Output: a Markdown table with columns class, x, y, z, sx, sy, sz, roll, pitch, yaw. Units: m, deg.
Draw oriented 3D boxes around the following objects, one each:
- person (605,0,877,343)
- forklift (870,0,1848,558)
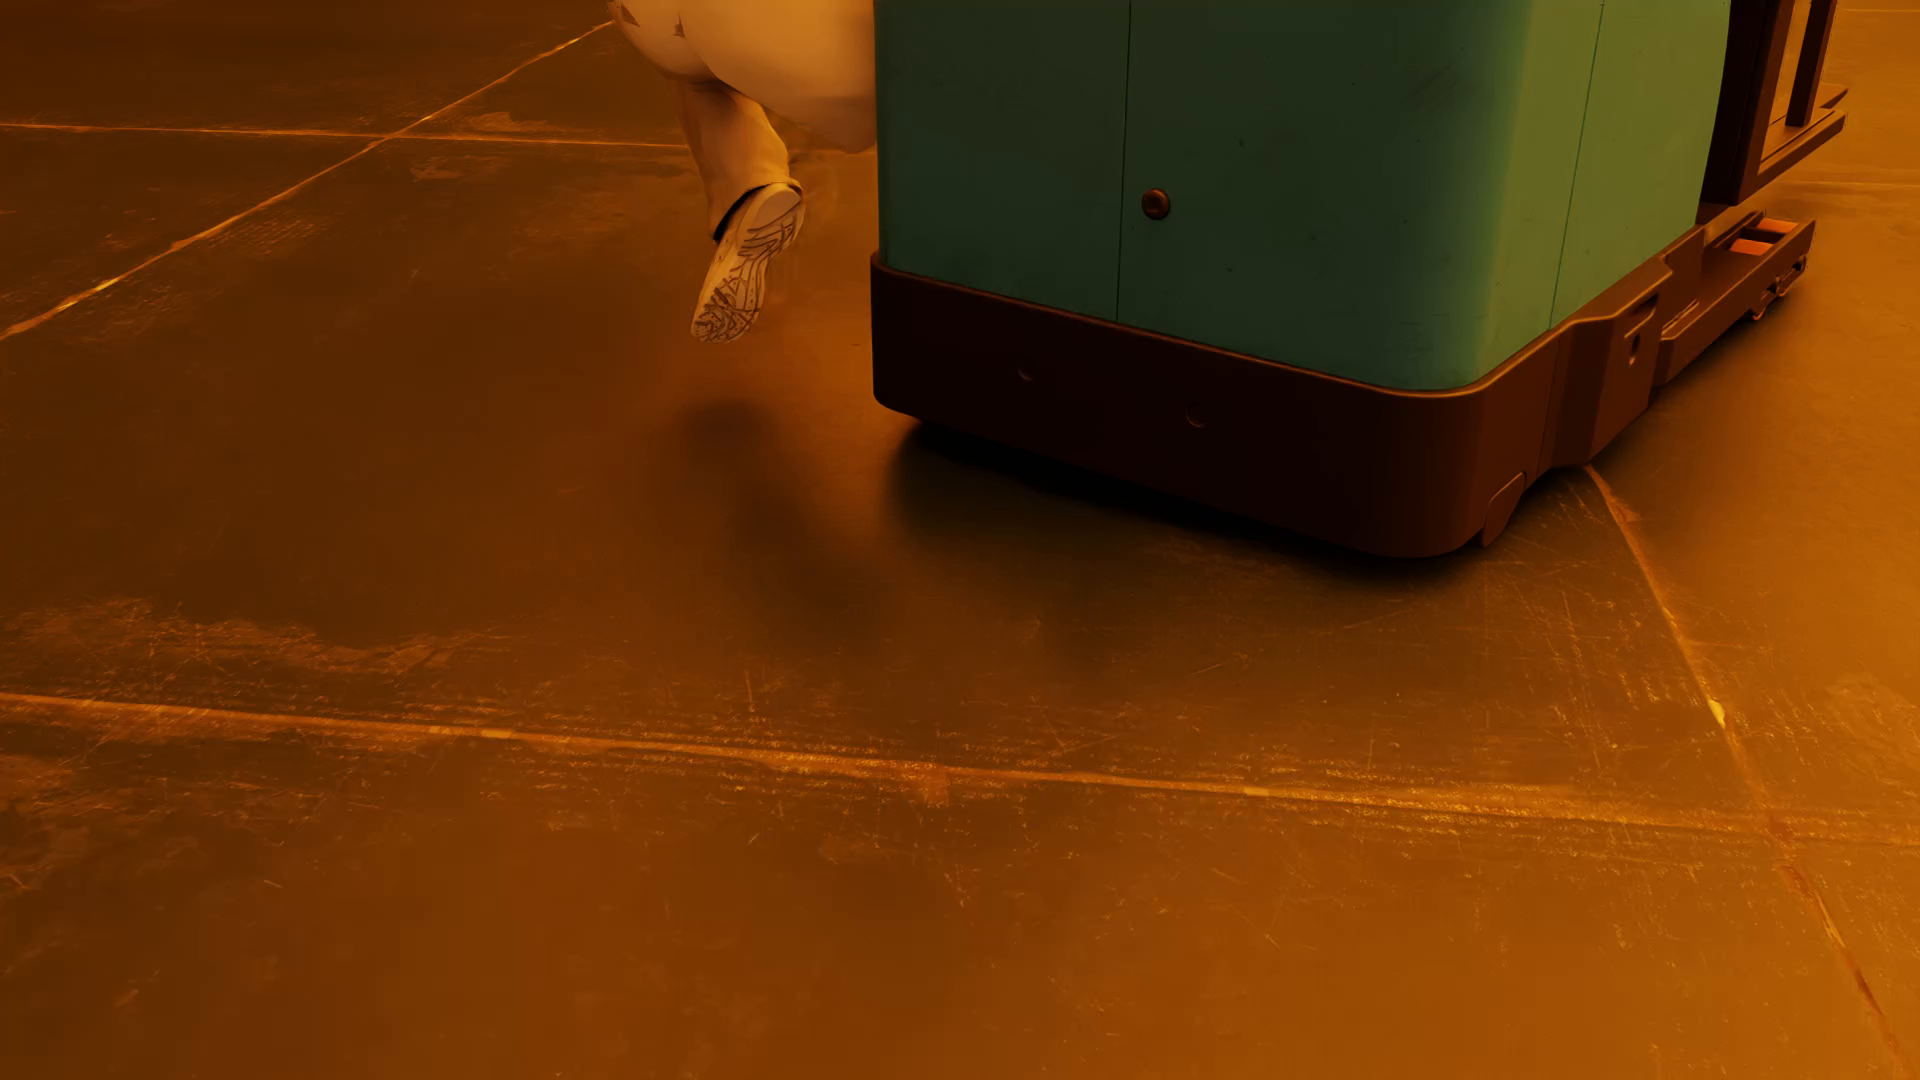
| class | x | y | z | sx | sy | sz | roll | pitch | yaw |
| --- | --- | --- | --- | --- | --- | --- | --- | --- | --- |
| person | -0.223 | -1.044 | 2.872 | 0.944 | 1.538 | 0.815 | 13 | 29 | 24 |
| forklift | 1.155 | -1.878 | 2.982 | 1.130 | 2.935 | 3.031 | 19 | 32 | 33 |
